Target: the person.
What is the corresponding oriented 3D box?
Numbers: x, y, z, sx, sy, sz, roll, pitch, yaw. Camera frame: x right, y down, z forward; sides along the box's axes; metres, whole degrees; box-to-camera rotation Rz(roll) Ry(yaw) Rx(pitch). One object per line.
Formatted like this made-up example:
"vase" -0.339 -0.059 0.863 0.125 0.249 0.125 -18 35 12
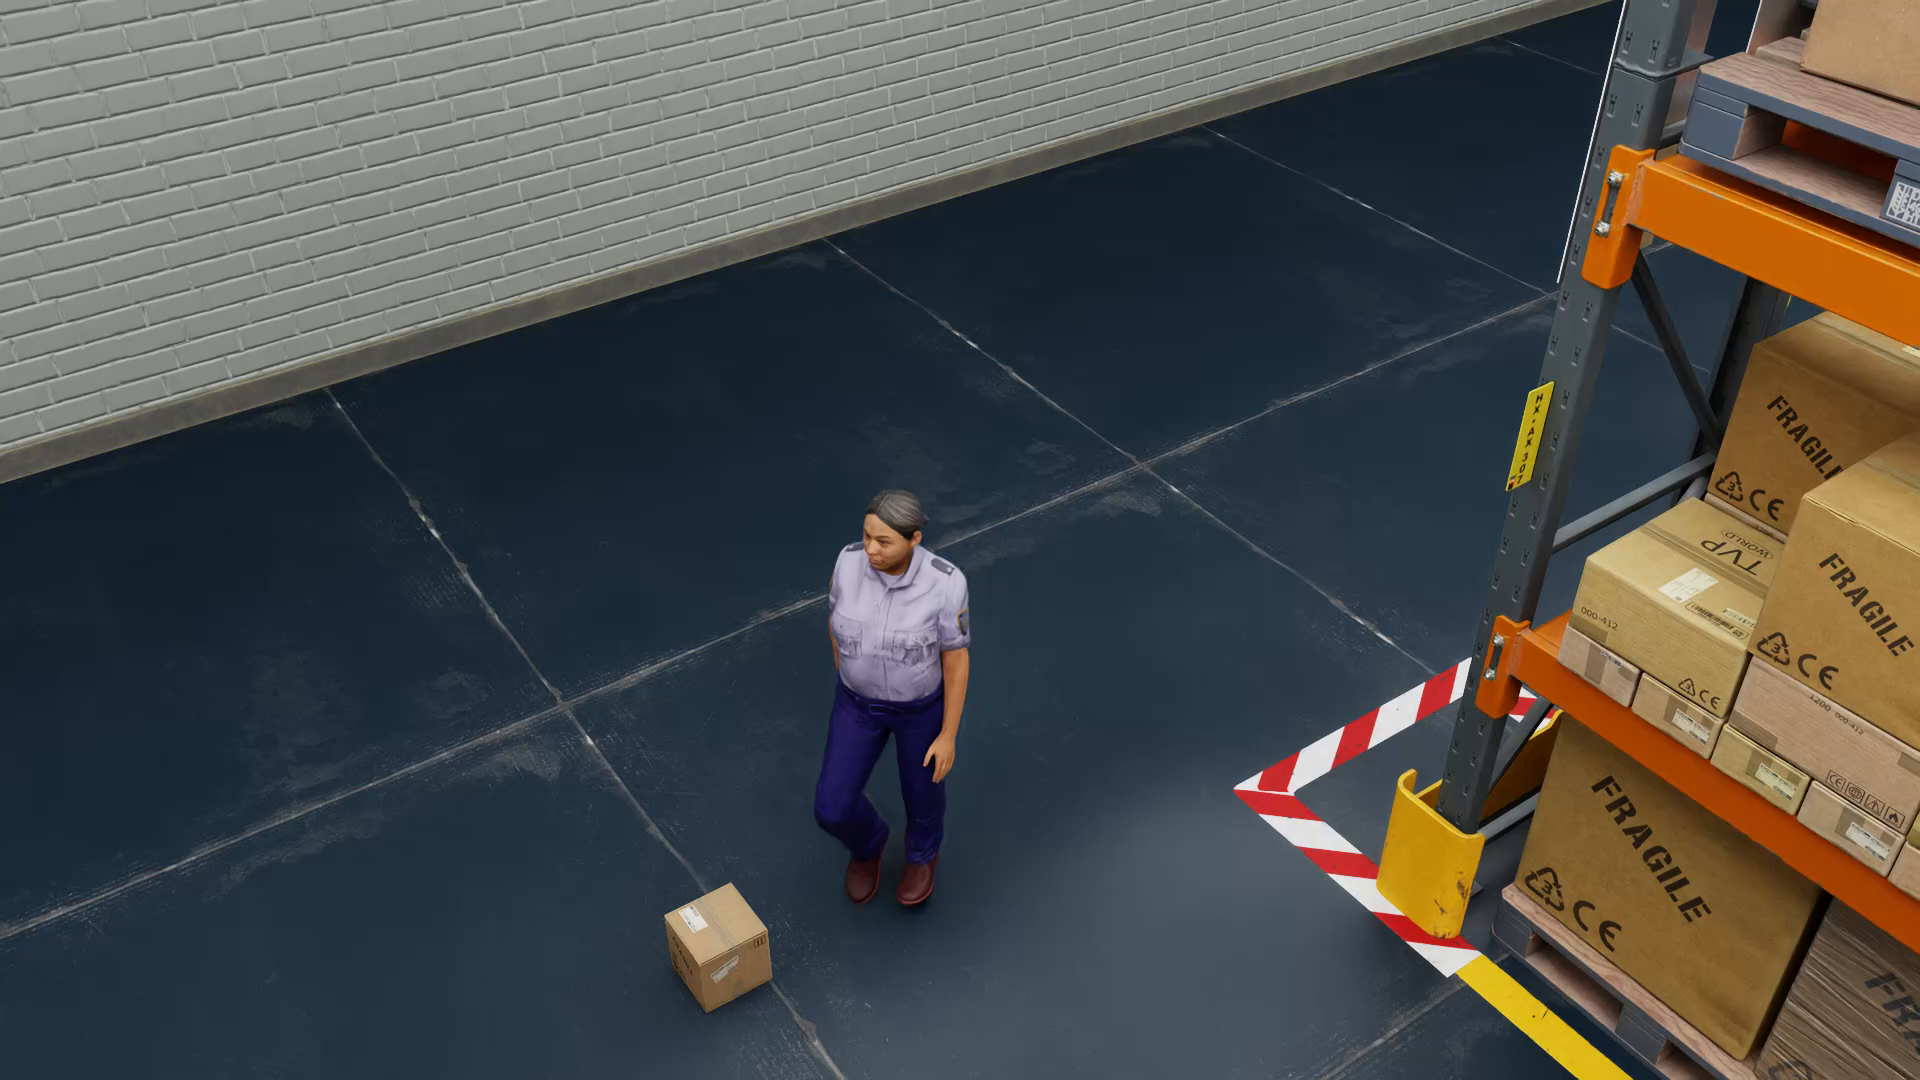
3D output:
"person" -0.214 0.583 5.378 0.492 1.659 0.450 8 37 11
